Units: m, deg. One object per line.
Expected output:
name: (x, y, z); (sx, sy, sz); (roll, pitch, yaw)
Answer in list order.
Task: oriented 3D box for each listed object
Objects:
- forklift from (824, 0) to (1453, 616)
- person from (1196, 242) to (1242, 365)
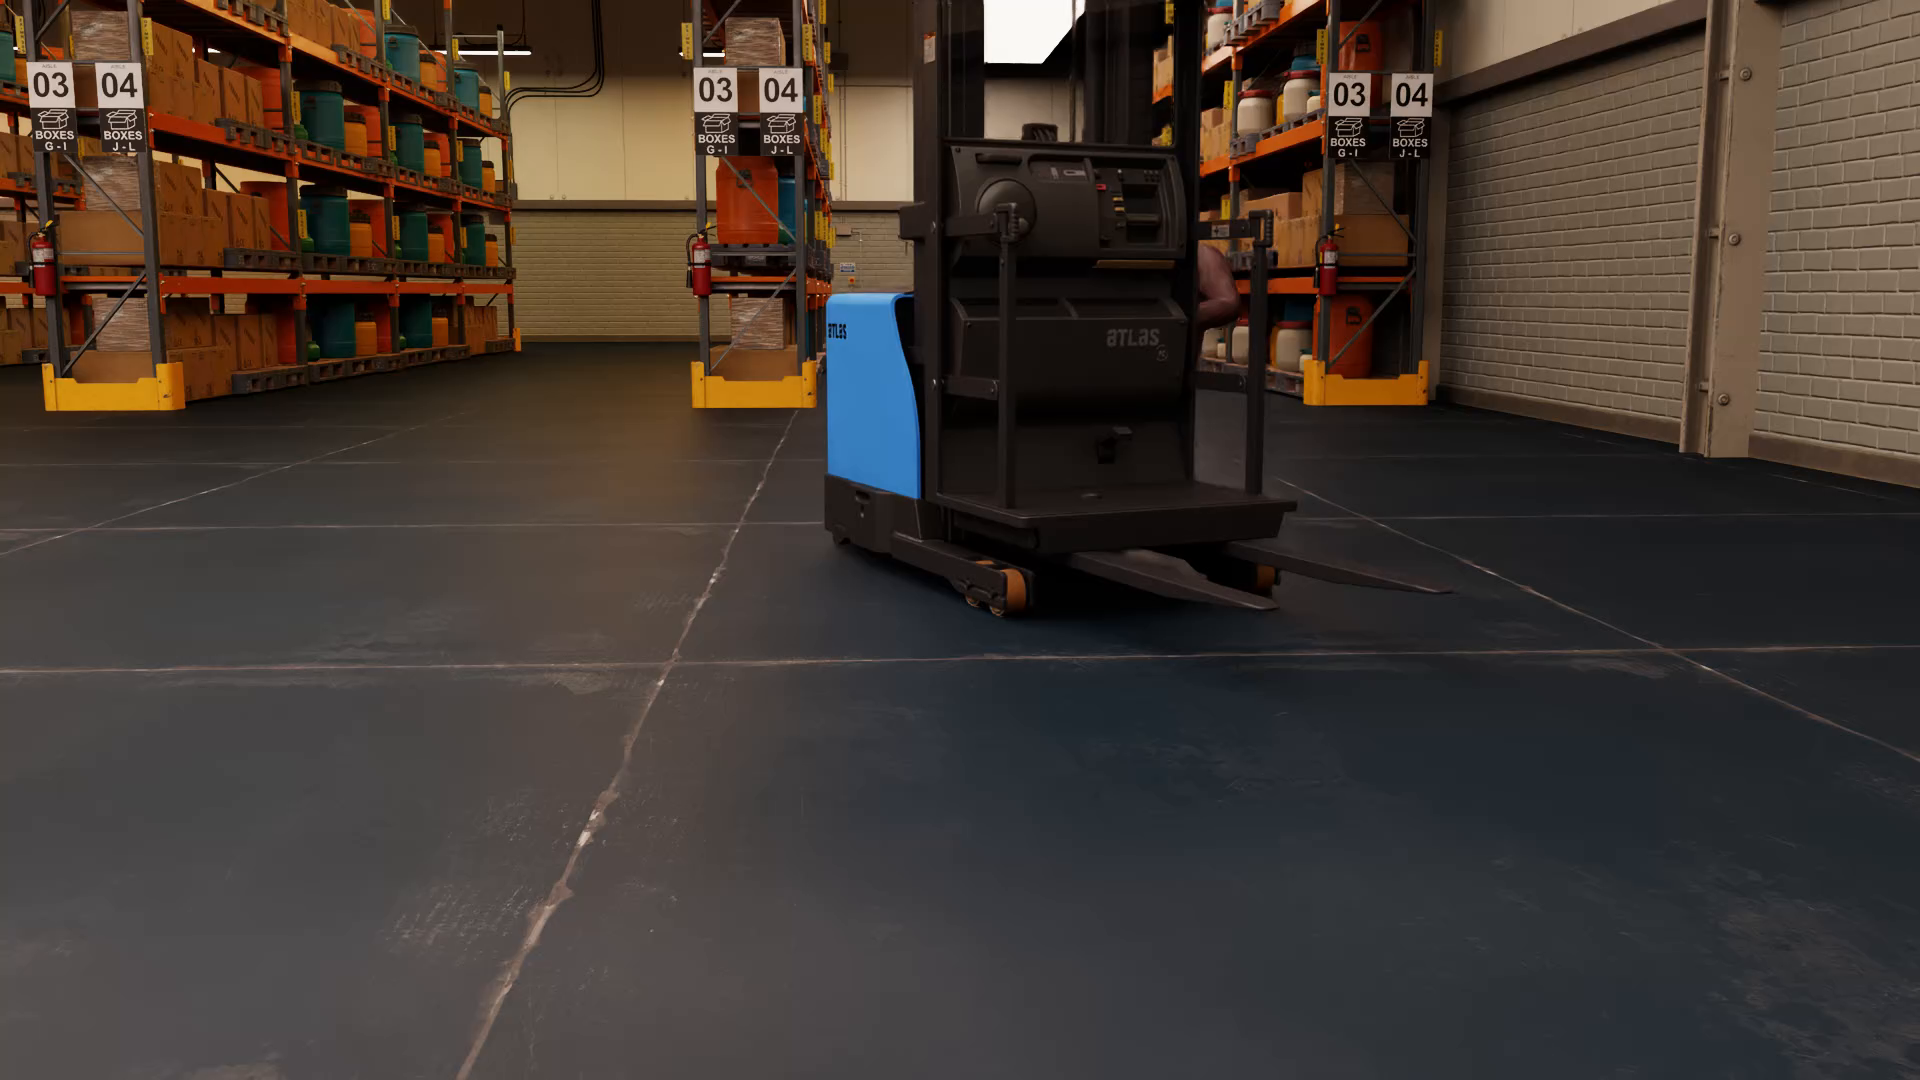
forklift: (0.493, -1.264, 5.843); (1.130, 2.935, 3.031); (-4, 9, -24)
person: (0.703, -0.744, 7.111); (0.944, 1.544, 0.896); (5, 10, 30)
